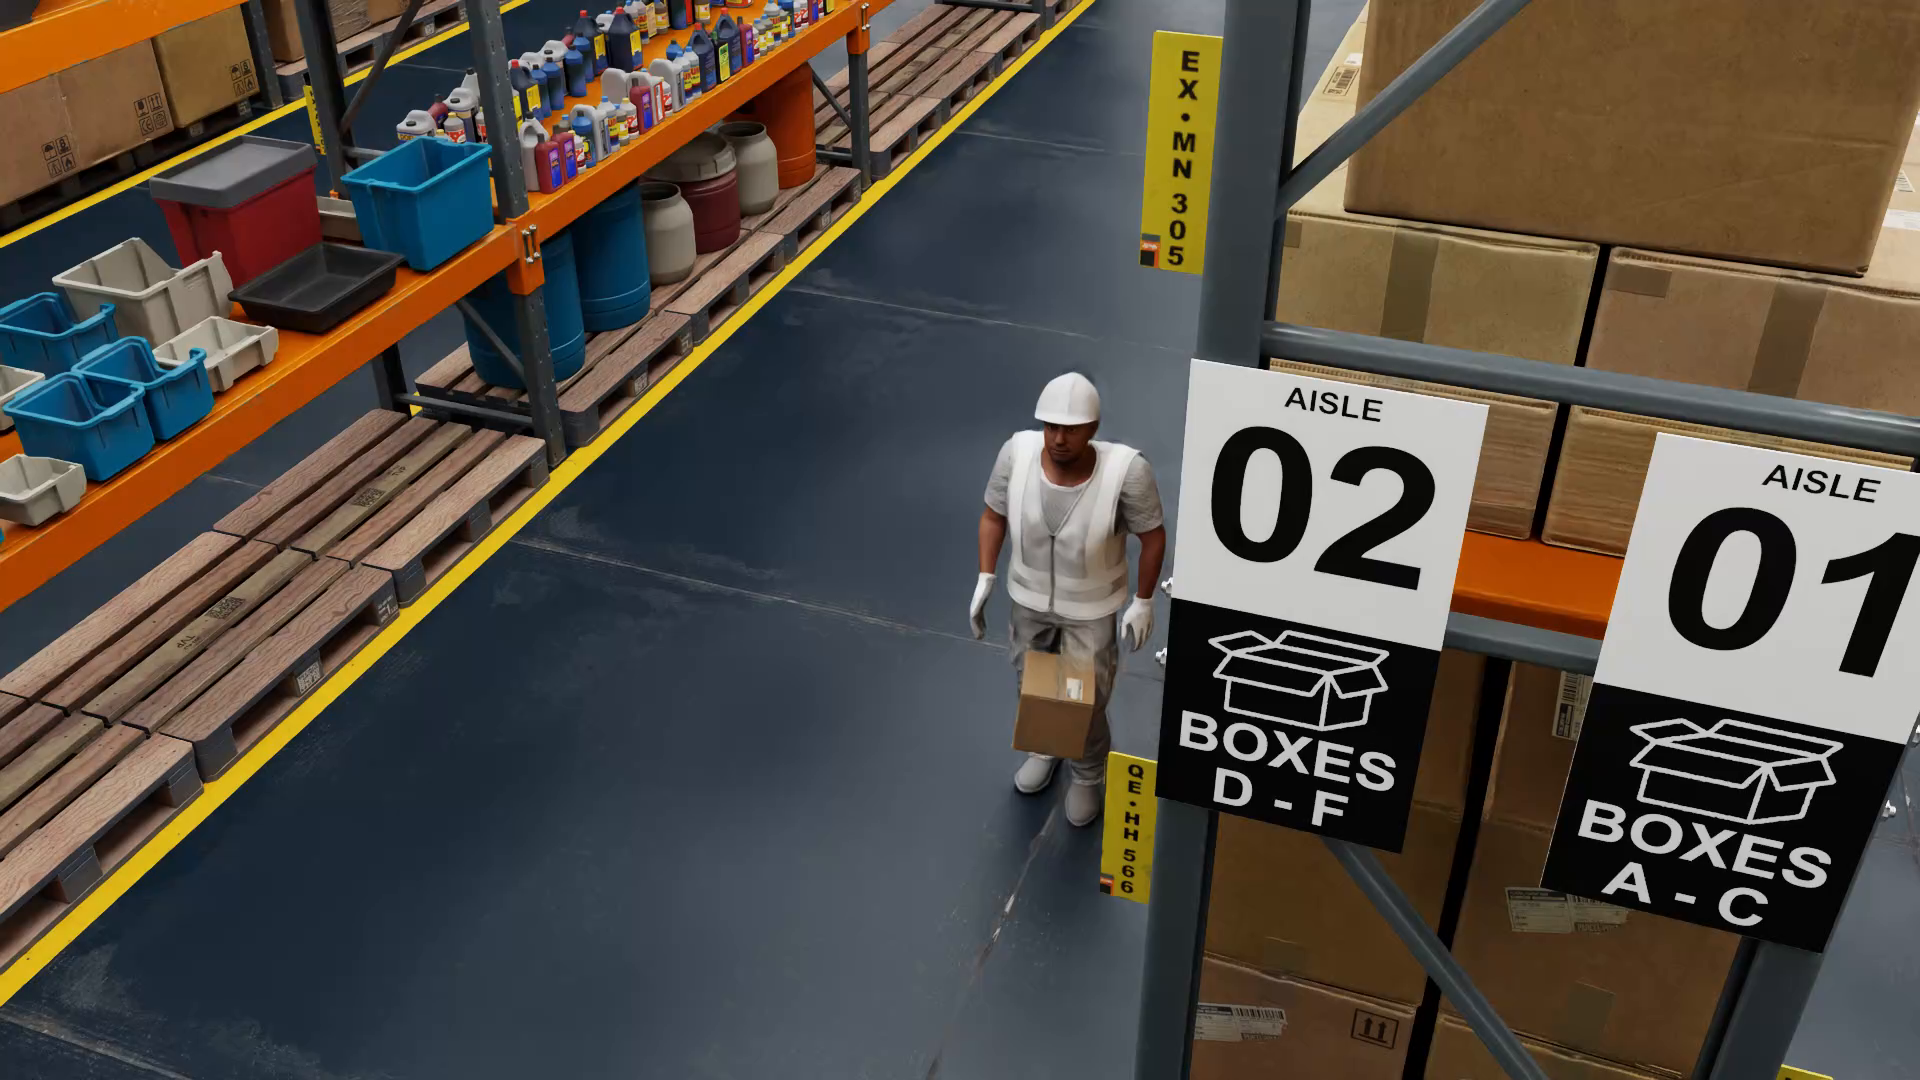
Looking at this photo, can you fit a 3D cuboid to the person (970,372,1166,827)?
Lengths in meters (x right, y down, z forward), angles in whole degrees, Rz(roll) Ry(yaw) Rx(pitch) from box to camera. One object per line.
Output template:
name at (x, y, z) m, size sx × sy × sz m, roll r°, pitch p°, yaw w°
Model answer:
person at (0.358, 0.226, 5.784) m, size 0.646 × 1.771 × 0.509 m, roll 12°, pitch 35°, yaw 18°
